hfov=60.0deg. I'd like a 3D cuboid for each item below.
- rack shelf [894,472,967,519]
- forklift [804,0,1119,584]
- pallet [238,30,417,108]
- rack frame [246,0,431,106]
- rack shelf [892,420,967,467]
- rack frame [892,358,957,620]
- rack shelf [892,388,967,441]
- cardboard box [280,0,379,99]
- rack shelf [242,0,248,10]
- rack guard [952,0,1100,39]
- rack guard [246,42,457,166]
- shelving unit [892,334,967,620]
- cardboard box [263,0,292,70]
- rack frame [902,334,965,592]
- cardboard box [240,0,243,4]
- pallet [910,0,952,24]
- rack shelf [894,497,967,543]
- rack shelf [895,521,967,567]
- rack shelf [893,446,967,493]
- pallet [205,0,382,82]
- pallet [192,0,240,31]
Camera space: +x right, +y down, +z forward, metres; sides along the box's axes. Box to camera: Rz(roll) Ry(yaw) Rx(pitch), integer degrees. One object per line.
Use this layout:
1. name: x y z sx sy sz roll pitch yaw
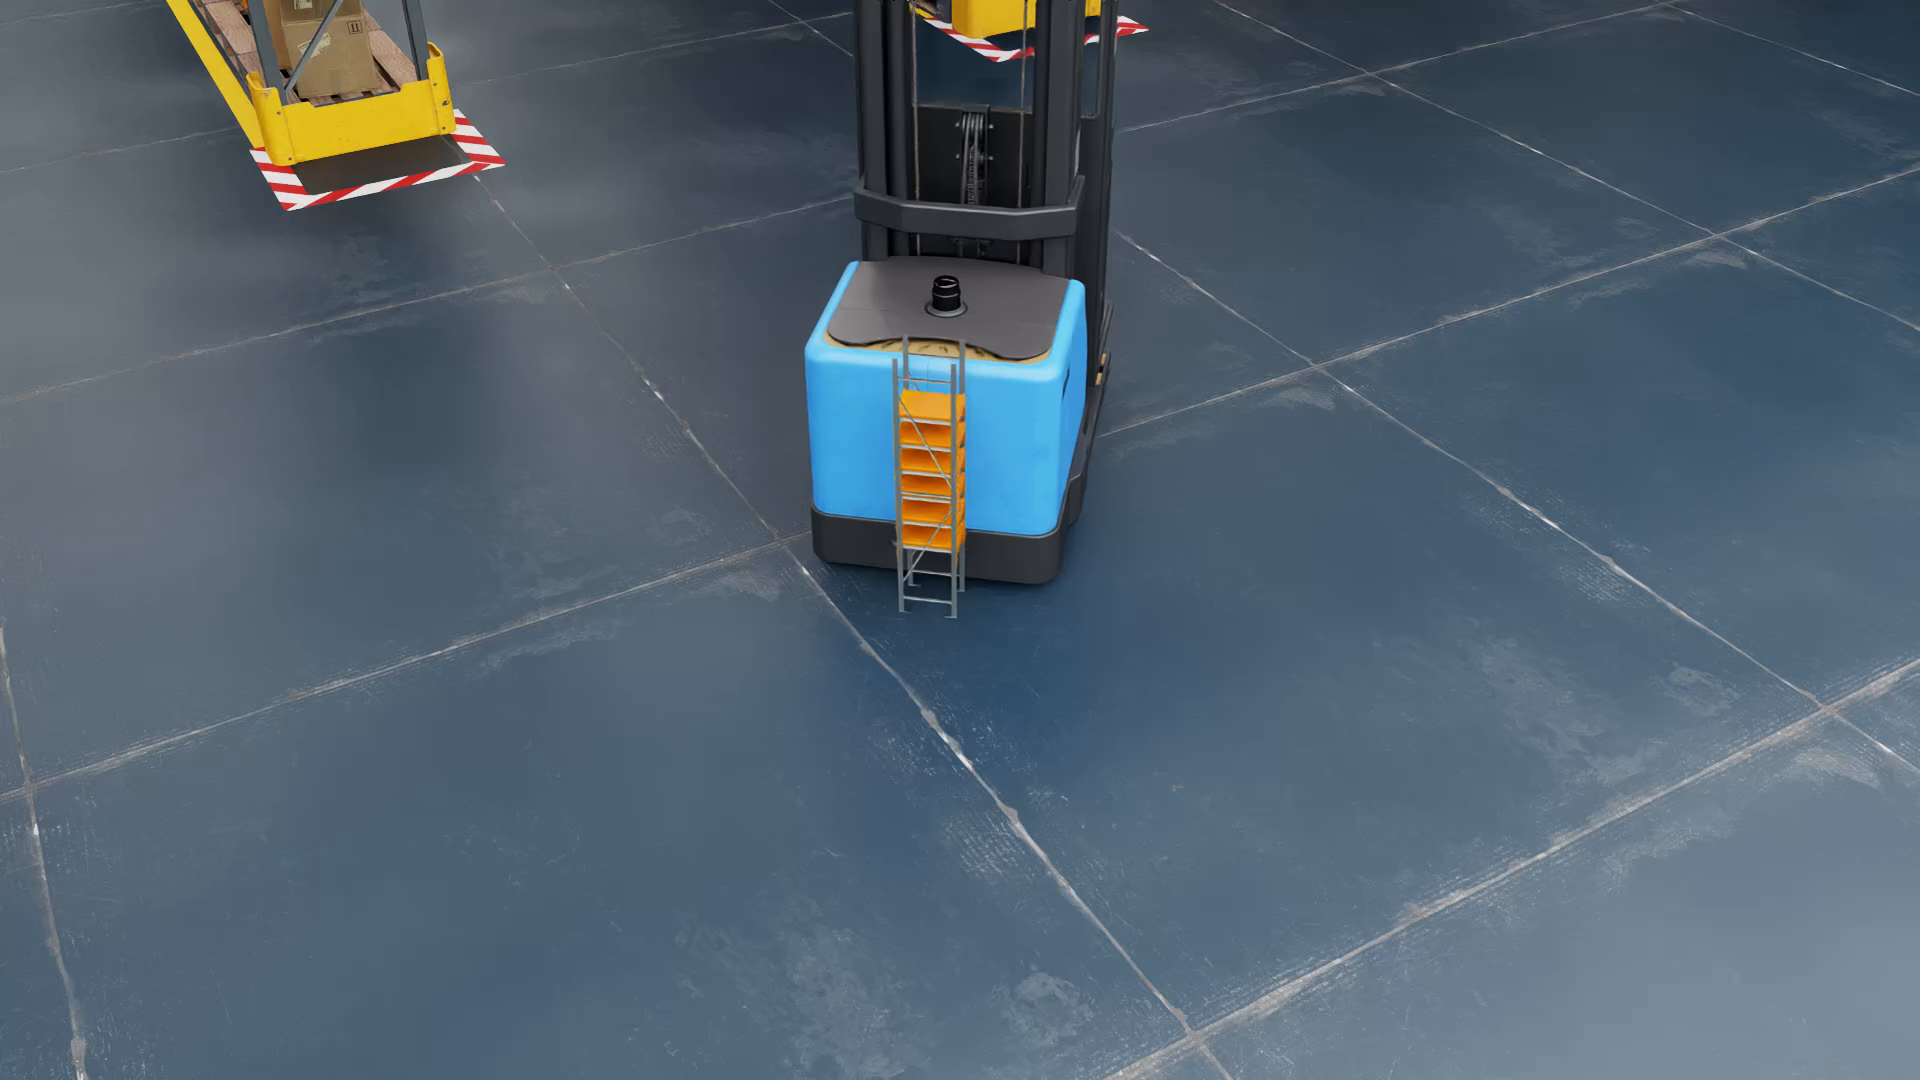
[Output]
1. rack shelf: -0.116 -0.190 6.569 0.258 0.103 0.180 6 37 8
2. forklift: 0.146 -1.865 7.319 1.130 2.935 3.031 6 37 8
3. pallet: -4.261 -3.111 11.330 1.003 0.211 1.213 -19 40 -24
4. rack frame: -3.845 -3.773 9.873 1.000 3.000 0.127 -19 40 -24
5. rack shelf: -0.116 -0.384 6.427 0.258 0.103 0.180 6 37 8
6. rack frame: -0.132 -0.173 6.470 0.240 1.200 0.006 6 37 8
7. rack shelf: -0.116 -0.481 6.356 0.258 0.103 0.180 6 37 8
8. cardboard box: -4.144 -3.257 10.929 0.500 0.500 0.500 -12 38 -16
9. rack shelf: -4.850 -4.503 11.482 1.077 0.370 4.000 -19 40 -24
10. rack guard: 0.507 -4.170 12.535 1.175 0.500 0.348 -19 40 -24
11. rack guard: -3.883 -2.803 10.663 1.175 0.500 0.348 -19 40 -24
12. shelving unit: -0.116 -0.226 6.543 0.258 1.200 0.189 6 37 8
13. cardboard box: -4.474 -3.551 11.333 0.500 0.500 0.500 -9 37 -12
14. rack frame: -0.099 -0.279 6.615 0.240 1.200 0.006 6 37 8
15. cardboard box: -5.014 -4.174 12.185 0.500 0.500 0.500 -23 42 -28
16. pallet: 0.025 -4.450 13.164 1.003 0.211 1.213 -19 40 -24
17. rack shelf: -0.116 -0.093 6.639 0.258 0.103 0.180 6 37 8
18. rack shelf: -0.116 0.003 6.710 0.258 0.103 0.180 6 37 8
19. rack shelf: -0.116 -0.287 6.498 0.258 0.103 0.180 6 37 8
20. pallet: -4.869 -3.732 12.181 1.003 0.211 1.213 -19 40 -24
21. pallet: -5.486 -4.355 13.034 1.003 0.211 1.213 -19 40 -24
